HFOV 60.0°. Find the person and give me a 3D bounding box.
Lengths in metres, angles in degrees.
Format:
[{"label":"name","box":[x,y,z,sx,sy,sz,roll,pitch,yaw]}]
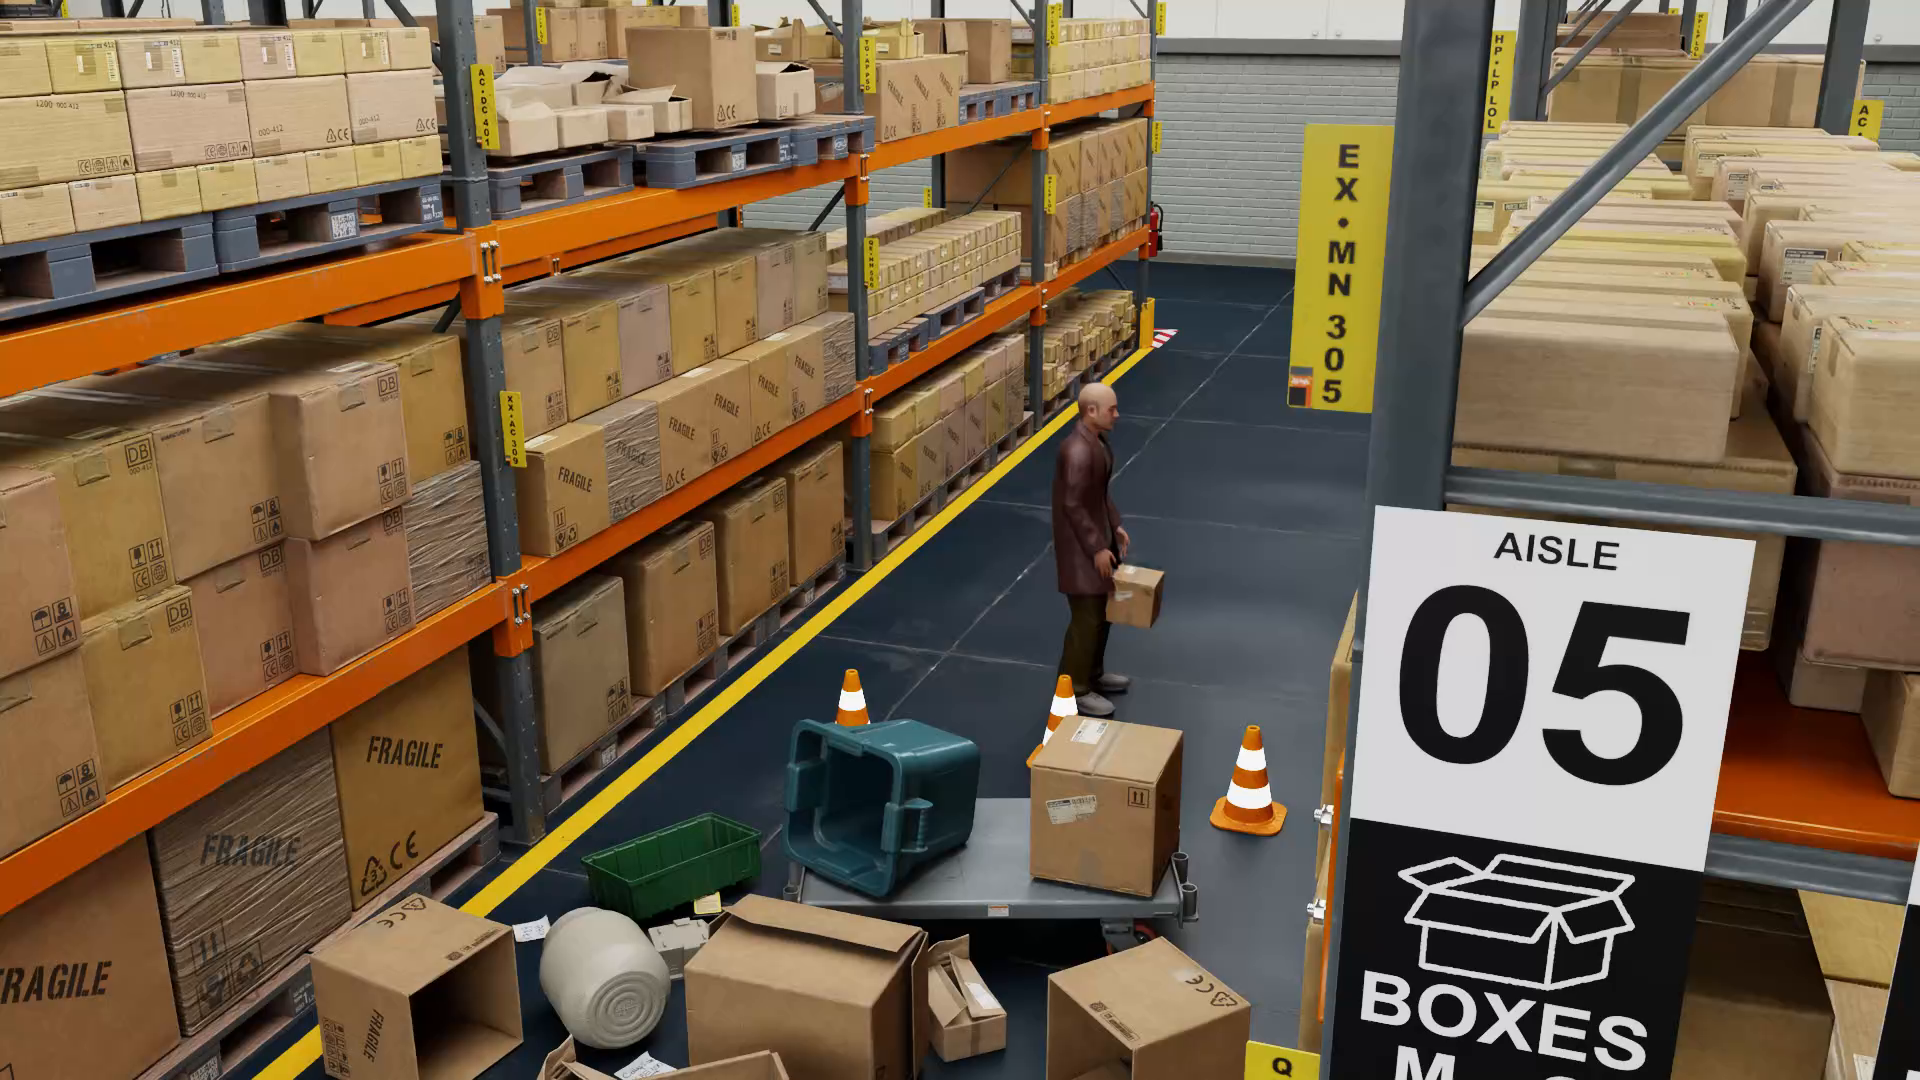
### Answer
[{"label":"person","box":[0.712,0.024,9.004,0.424,1.779,0.587,6,19,17]}]
